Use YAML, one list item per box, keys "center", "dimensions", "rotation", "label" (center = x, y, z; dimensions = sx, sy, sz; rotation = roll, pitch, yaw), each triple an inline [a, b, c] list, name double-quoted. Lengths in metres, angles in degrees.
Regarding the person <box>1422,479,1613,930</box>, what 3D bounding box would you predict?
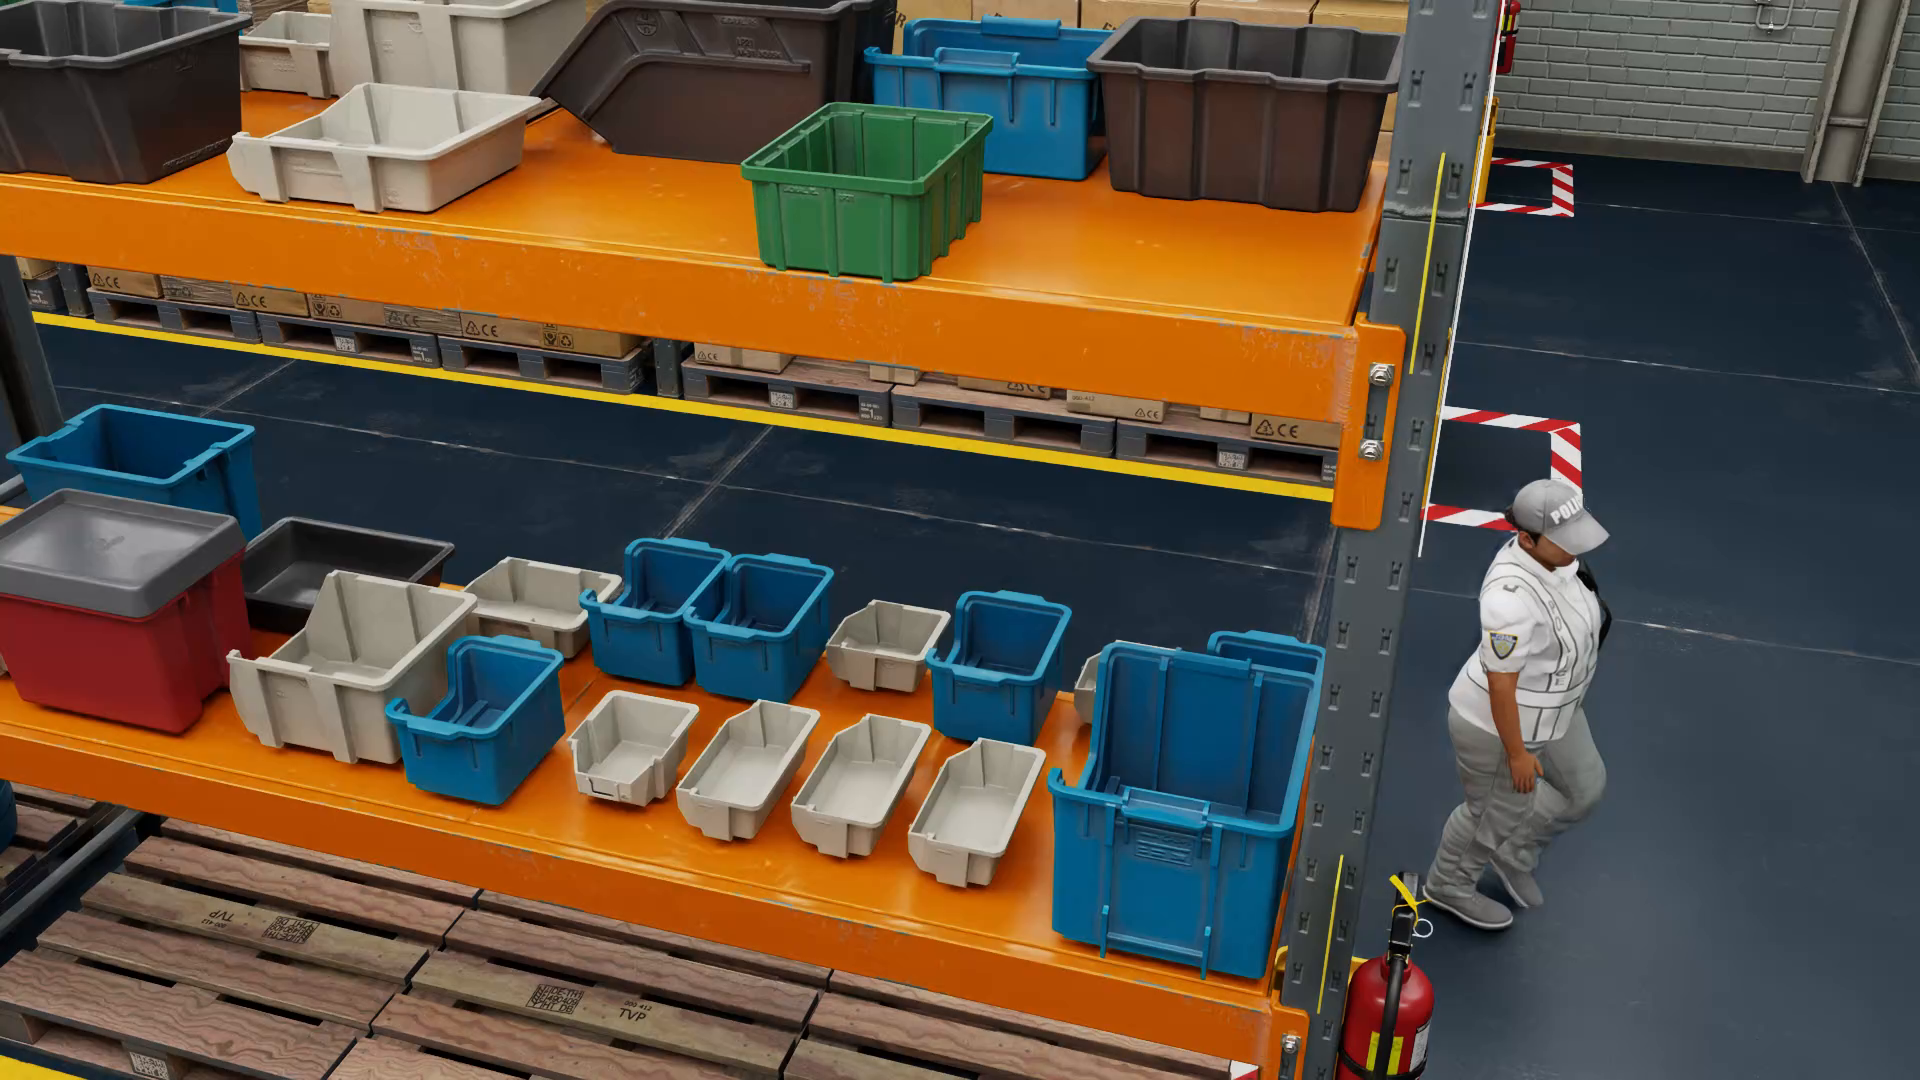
- center: [1.762, 0.568, 5.143]
  dimensions: [0.471, 1.702, 0.524]
  rotation: [19, 34, 30]
  label: "person"
